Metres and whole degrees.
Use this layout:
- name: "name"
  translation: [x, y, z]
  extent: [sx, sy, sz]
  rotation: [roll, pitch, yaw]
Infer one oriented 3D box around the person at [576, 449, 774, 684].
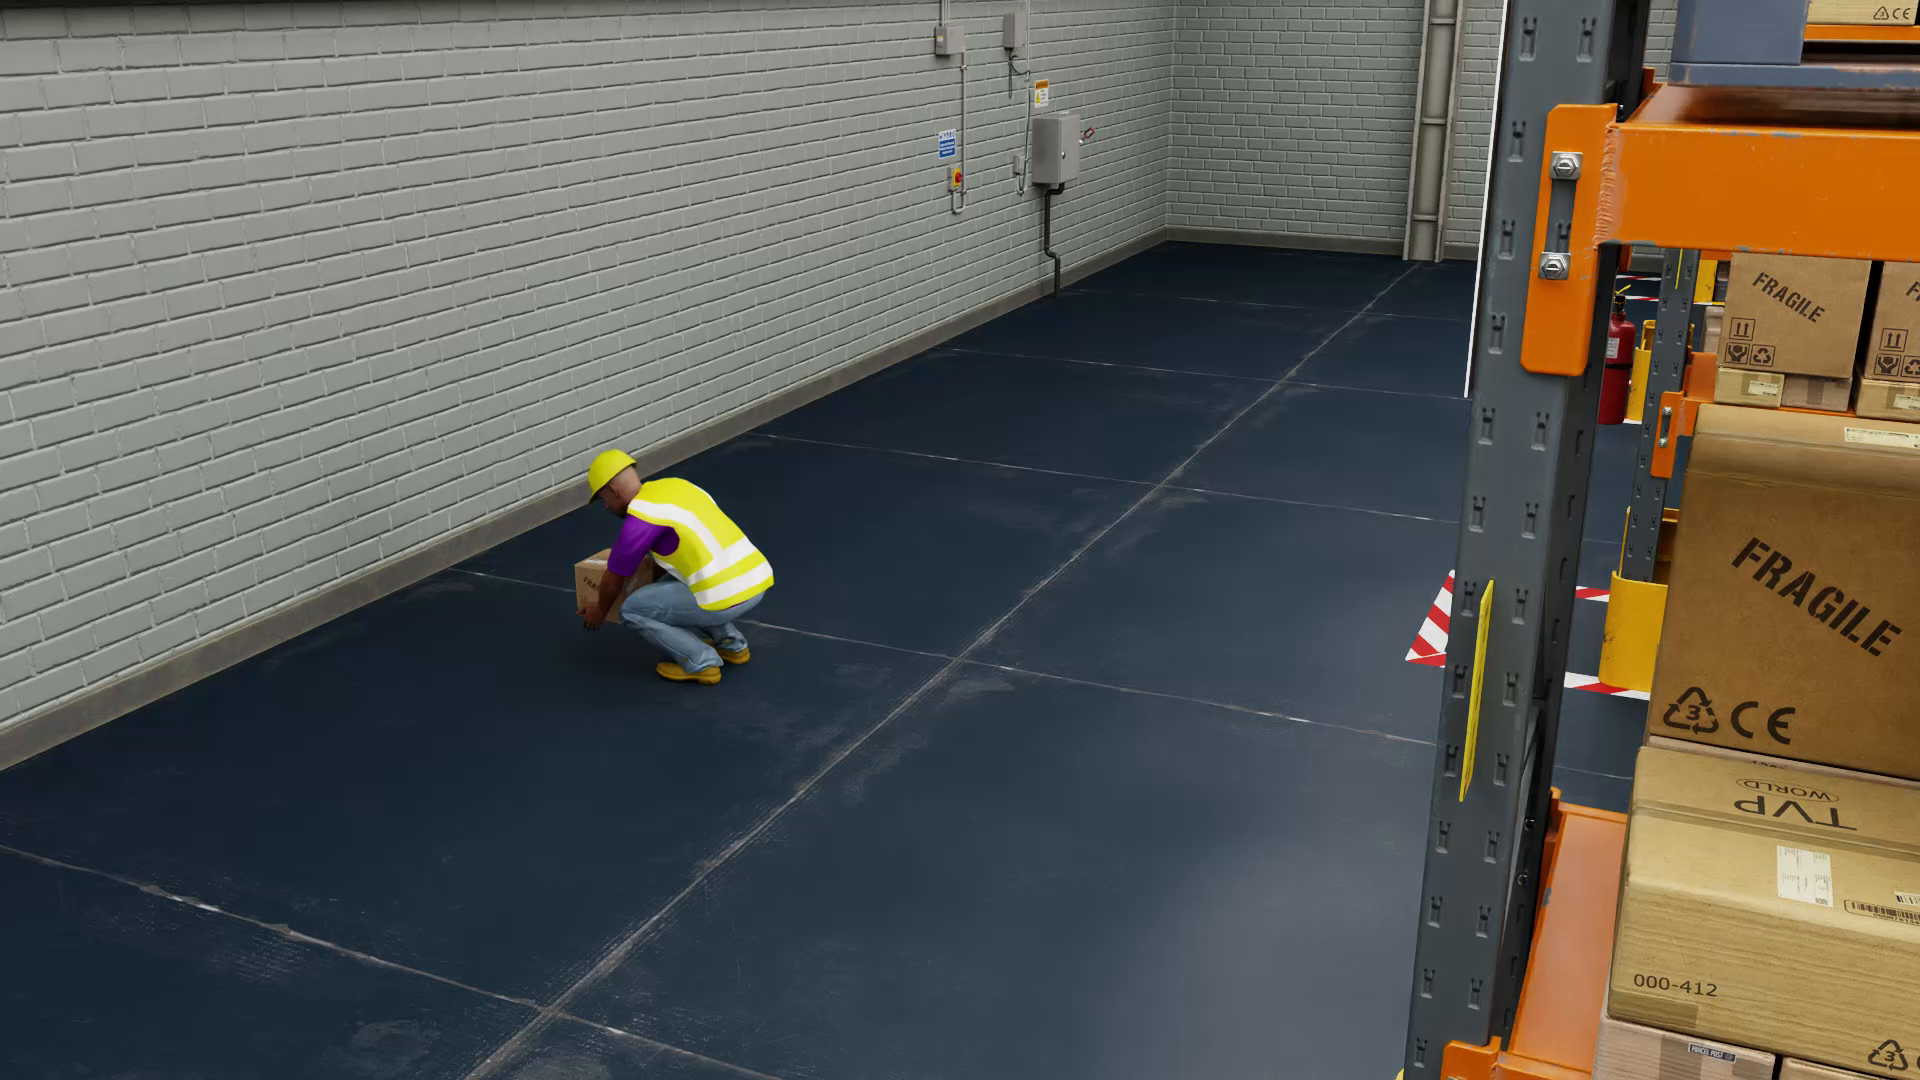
- name: "person"
  translation: [-1.289, 0.098, 7.438]
  extent: [0.873, 1.001, 0.587]
  rotation: [8, 21, 23]
